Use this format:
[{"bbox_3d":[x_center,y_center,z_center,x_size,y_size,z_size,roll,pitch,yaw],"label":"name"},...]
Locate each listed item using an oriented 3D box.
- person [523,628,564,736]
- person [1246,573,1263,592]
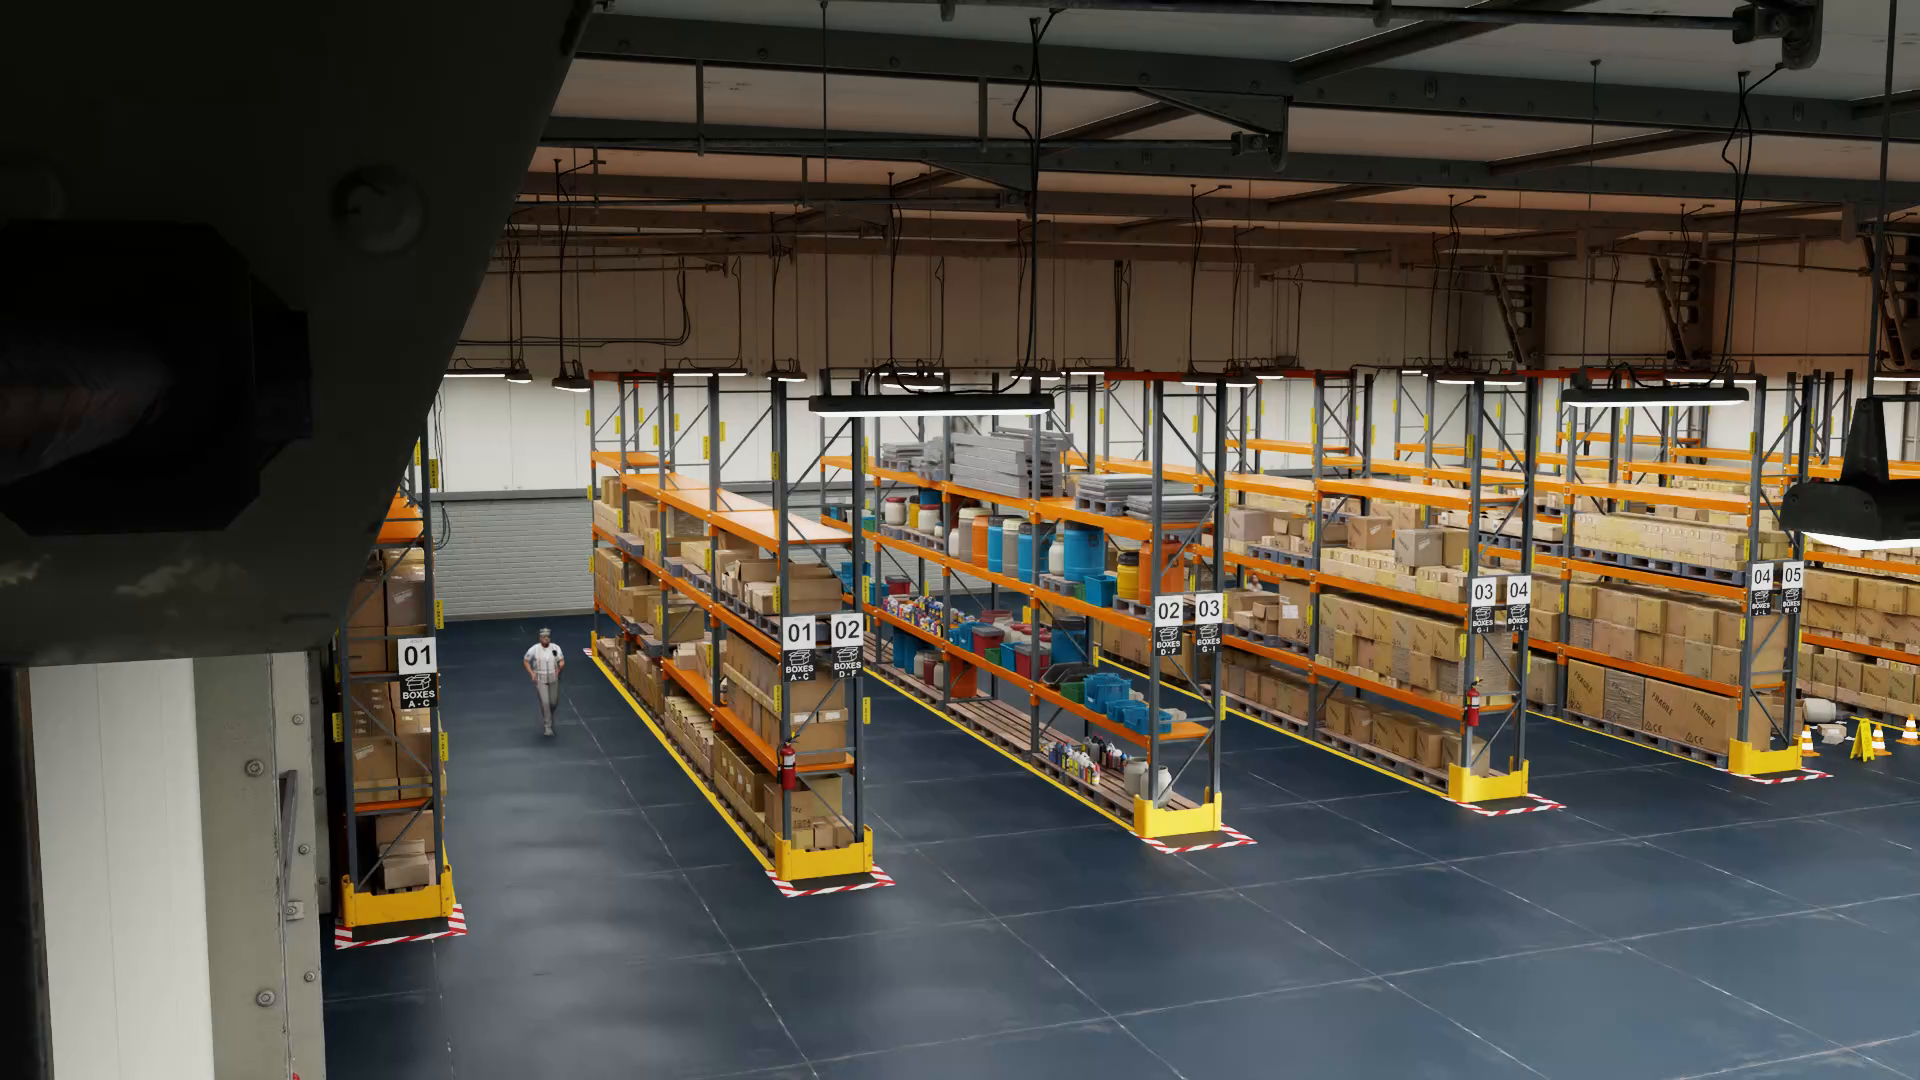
[{"bbox_3d":[-6.973,2.345,27.950,0.671,1.775,0.774,-3,7,-26],"label":"person"},{"bbox_3d":[6.424,1.508,36.257,0.519,1.567,0.563,-2,7,-18],"label":"person"}]
